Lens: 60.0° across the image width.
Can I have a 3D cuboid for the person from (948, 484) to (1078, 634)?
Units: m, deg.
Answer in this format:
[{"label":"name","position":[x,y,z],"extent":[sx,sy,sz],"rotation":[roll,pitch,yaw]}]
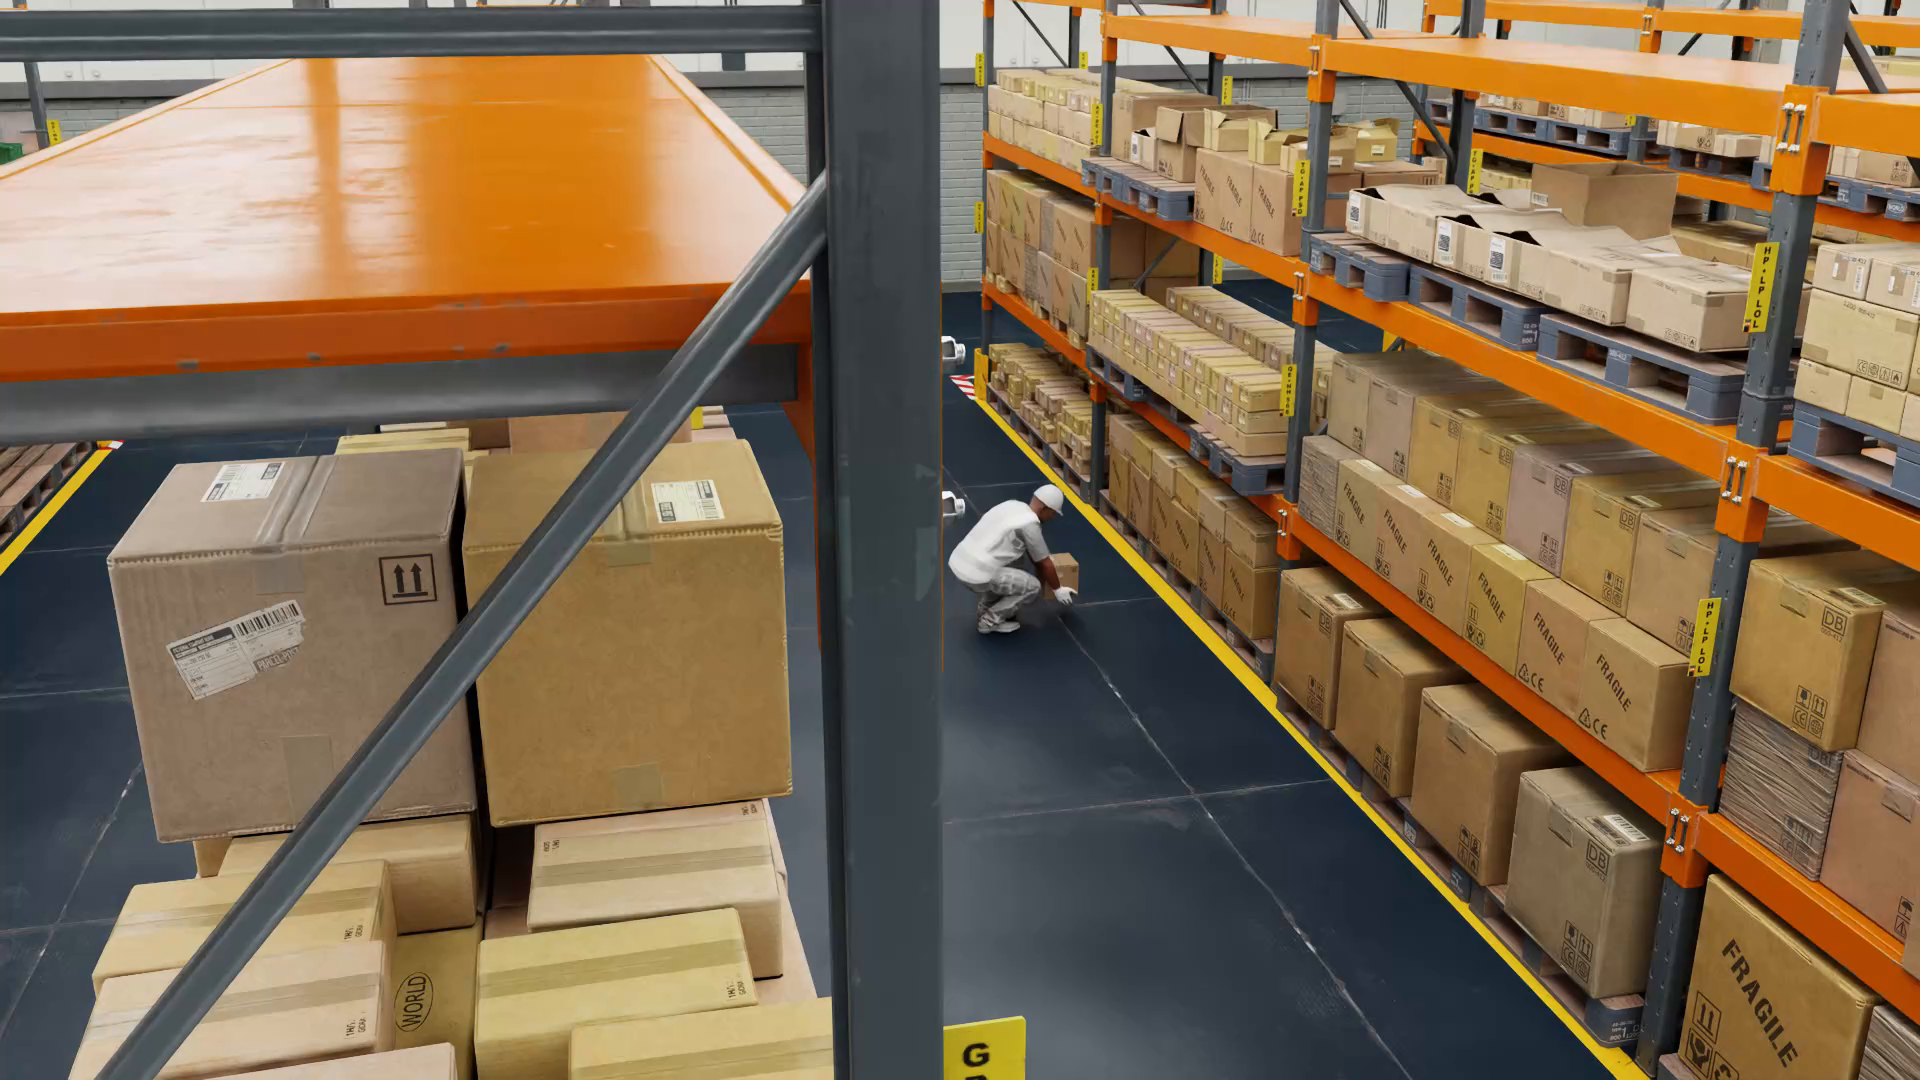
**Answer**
[{"label":"person","position":[0.370,0.119,11.884],"extent":[0.907,1.006,0.563],"rotation":[-5,20,-13]}]
